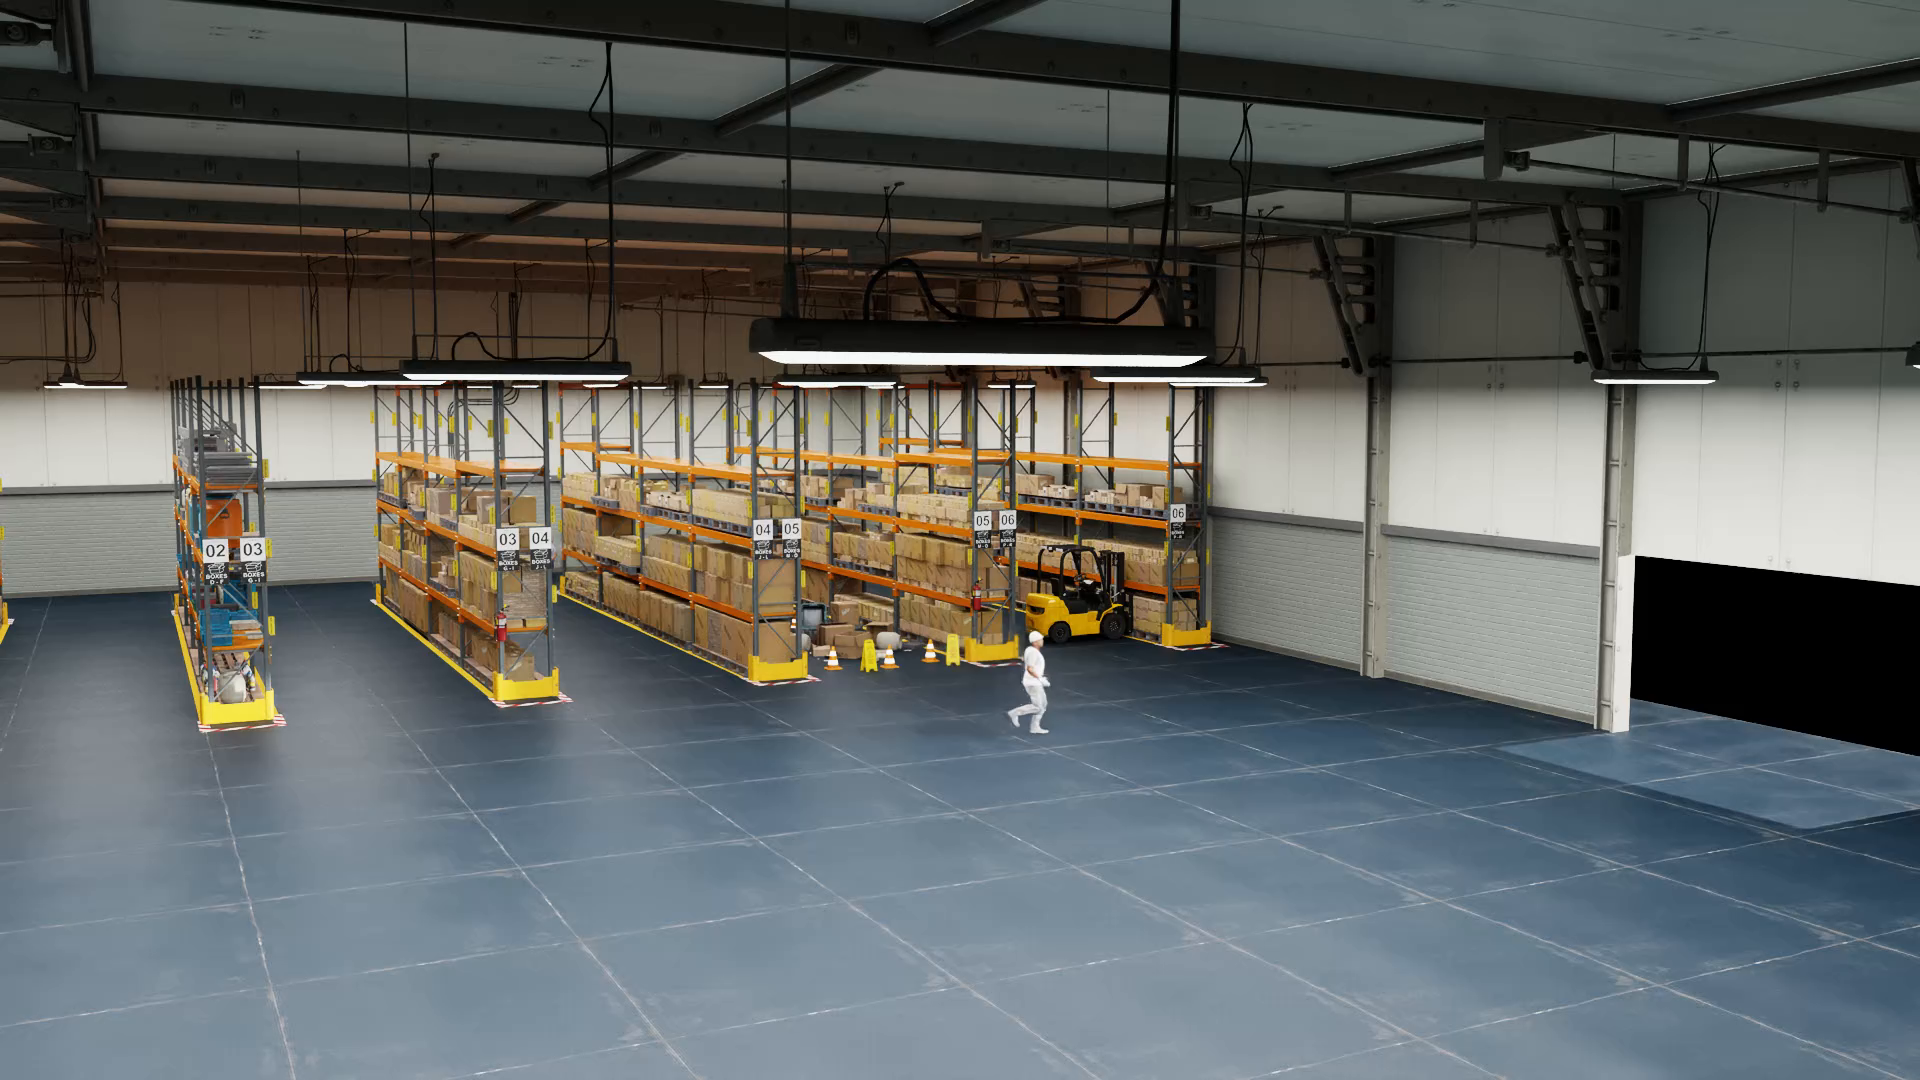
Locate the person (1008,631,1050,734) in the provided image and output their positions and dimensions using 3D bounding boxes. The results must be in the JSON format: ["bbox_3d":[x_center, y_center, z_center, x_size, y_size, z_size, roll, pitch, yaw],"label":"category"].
[{"bbox_3d":[1.150,2.388,27.828,0.695,1.733,0.669,0,5,1],"label":"person"}]

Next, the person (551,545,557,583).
[{"bbox_3d":[-11.945,0.682,47.815,0.678,1.603,0.491,5,7,43],"label":"person"}]
